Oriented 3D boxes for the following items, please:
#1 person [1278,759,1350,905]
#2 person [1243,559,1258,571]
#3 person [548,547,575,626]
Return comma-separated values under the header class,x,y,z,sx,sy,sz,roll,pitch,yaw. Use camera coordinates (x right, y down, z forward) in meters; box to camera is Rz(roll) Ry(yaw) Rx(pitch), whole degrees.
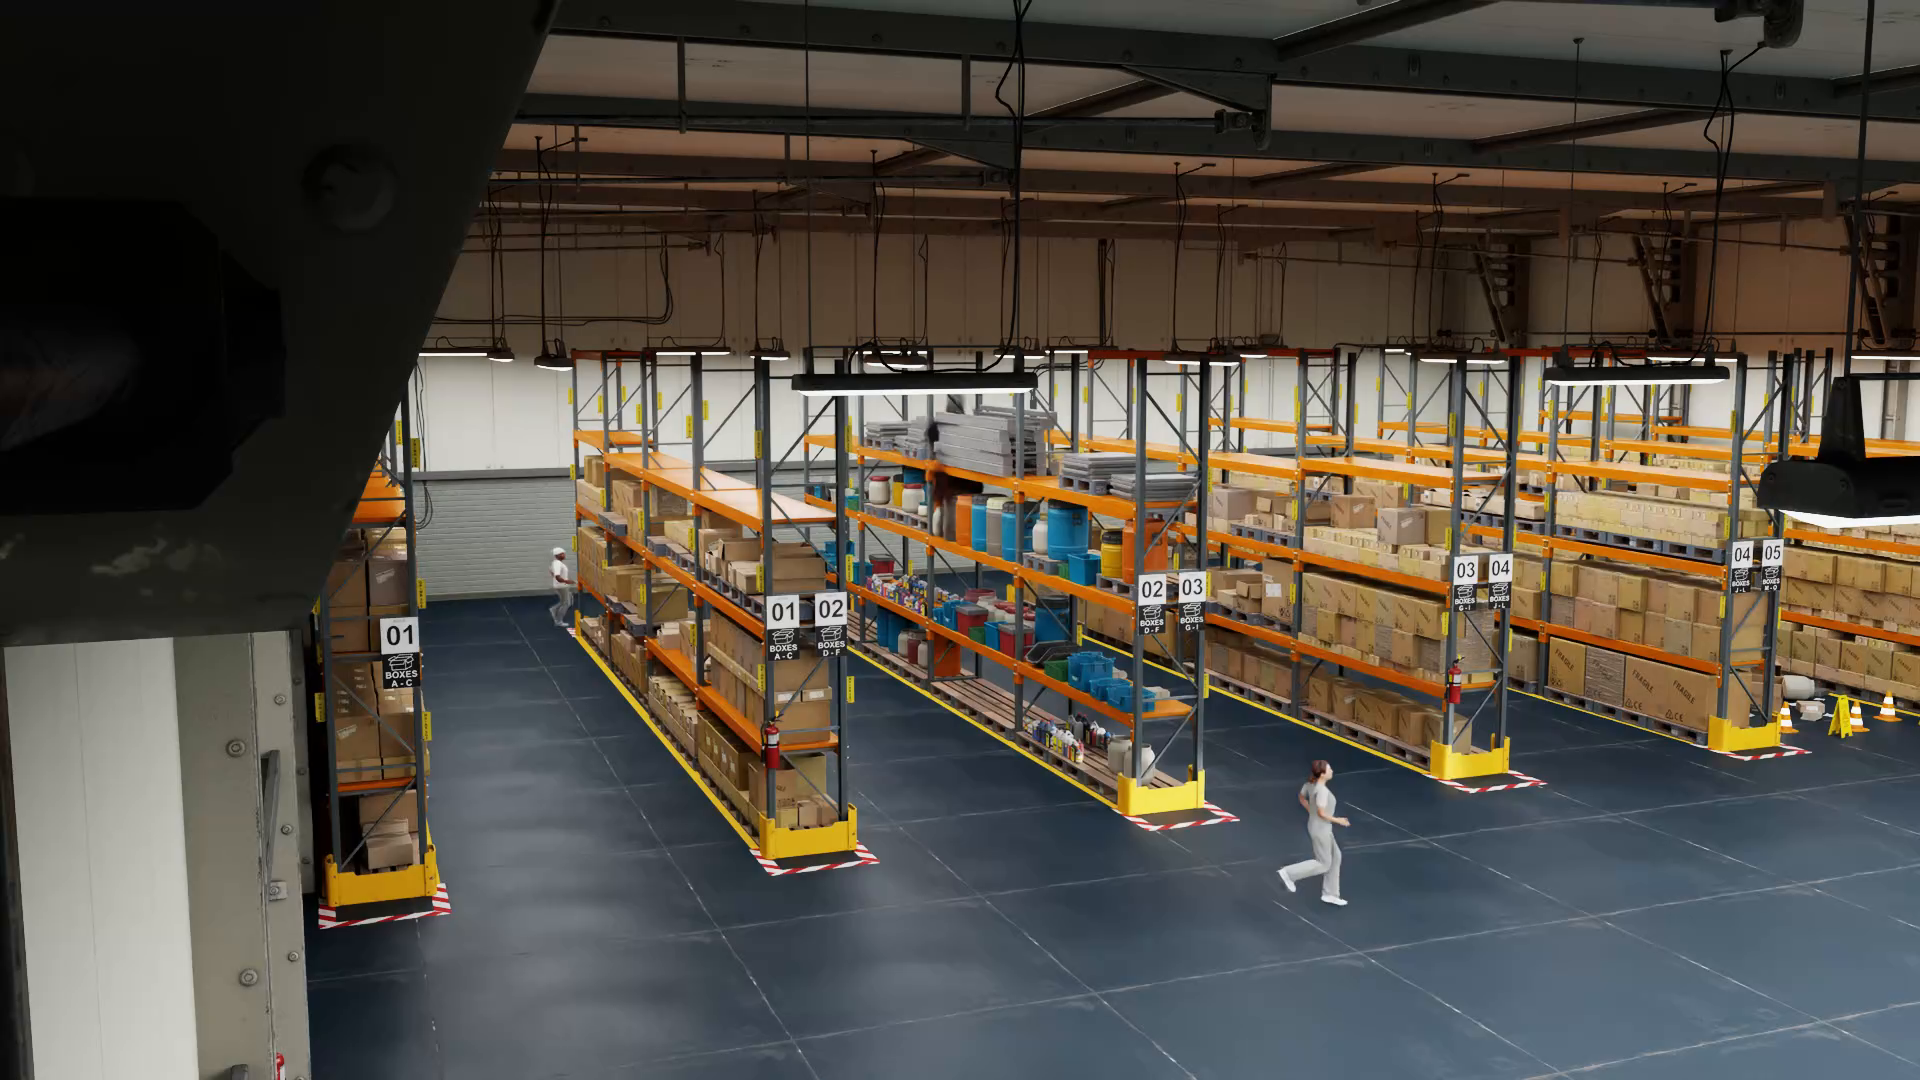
class,x,y,z,sx,sy,sz,roll,pitch,yaw
person,3.932,3.249,18.467,0.797,1.667,0.576,0,7,-1
person,7.313,0.328,41.516,0.737,1.697,0.750,-5,9,-37
person,-8.625,1.011,35.979,0.582,1.723,0.700,-2,7,-13
